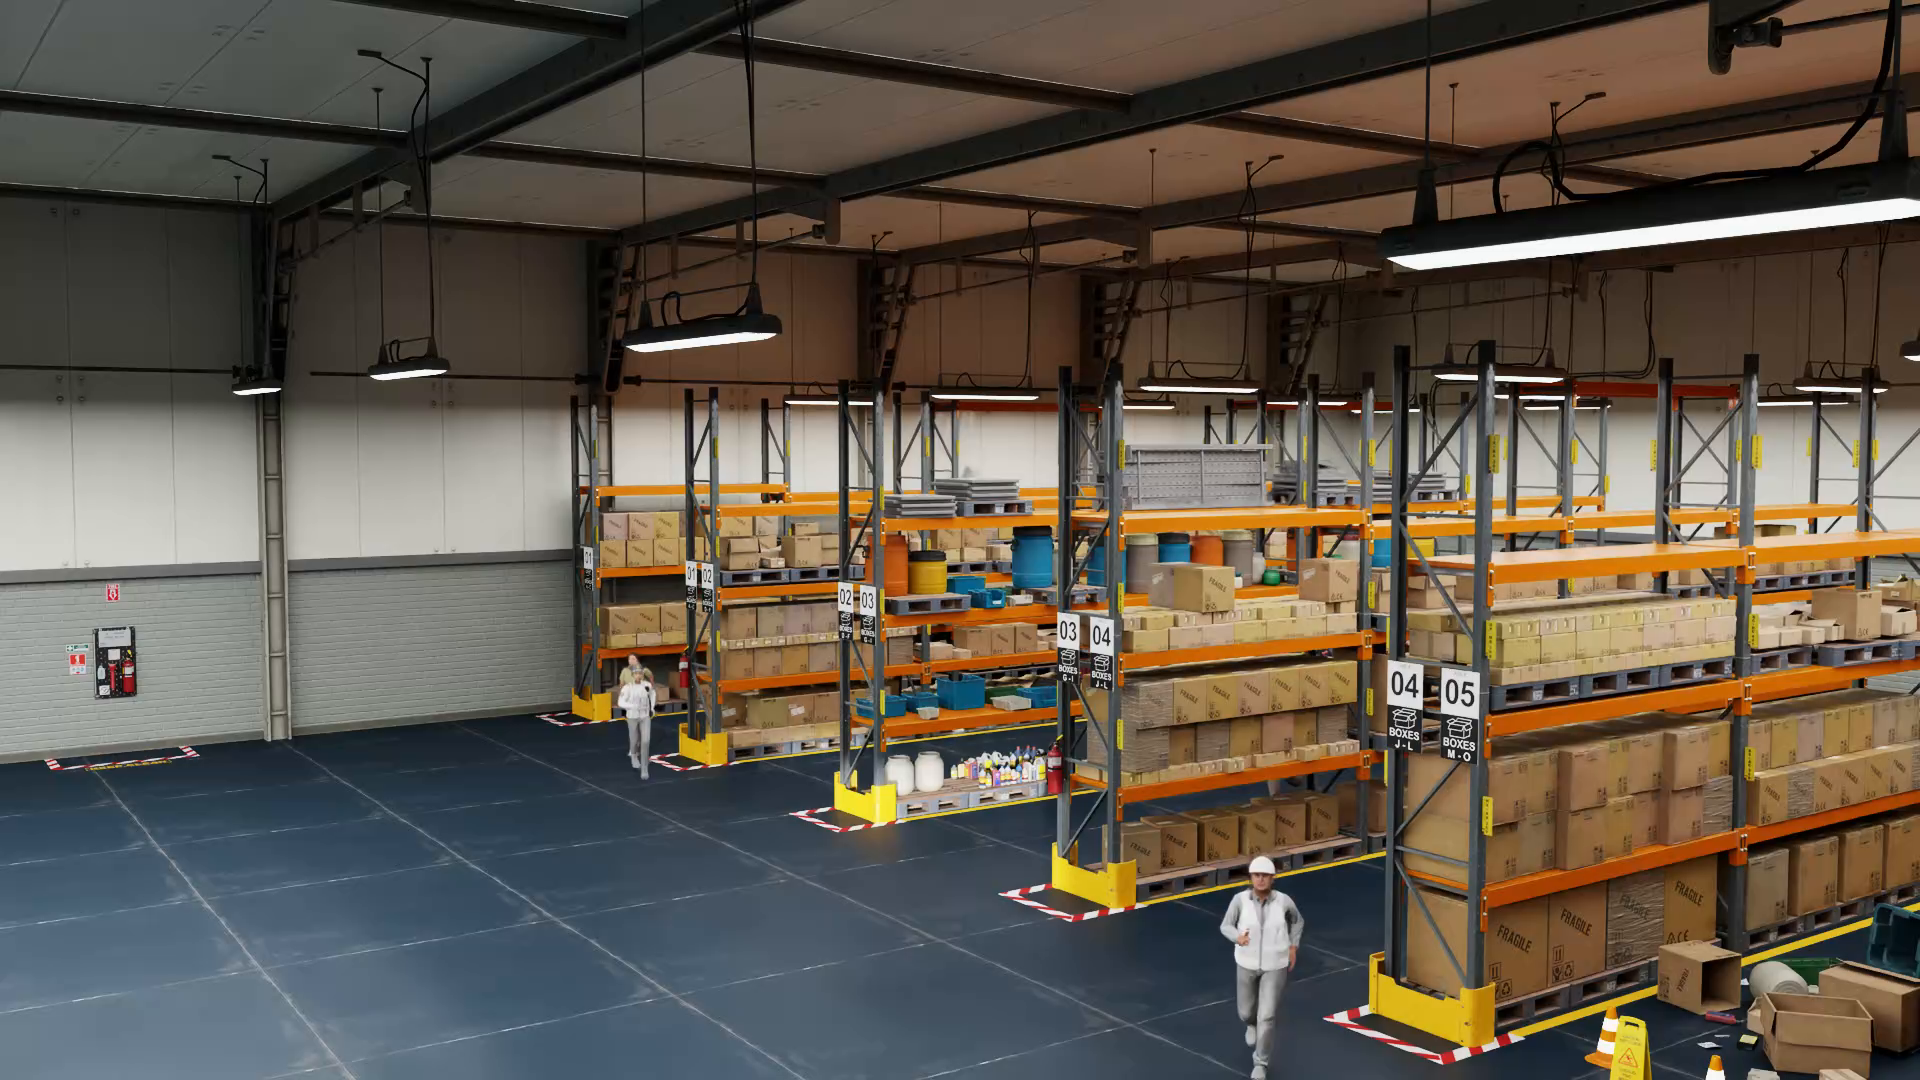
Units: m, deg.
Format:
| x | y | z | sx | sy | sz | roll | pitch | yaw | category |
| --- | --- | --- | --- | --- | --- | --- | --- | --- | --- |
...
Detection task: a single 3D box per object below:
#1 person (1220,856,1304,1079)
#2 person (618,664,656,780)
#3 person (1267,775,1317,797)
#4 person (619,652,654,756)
| x | y | z | sx | sy | sz | roll | pitch | yaw | category |
| --- | --- | --- | --- | --- | --- | --- | --- | --- | --- |
| 2.469 | 3.454 | 13.619 | 0.669 | 1.752 | 0.849 | 1 | 4 | 15 | person |
| -4.959 | 2.764 | 25.616 | 0.600 | 1.724 | 0.896 | -1 | 4 | -16 | person |
| 4.569 | 2.962 | 23.072 | 0.943 | 1.722 | 0.666 | -2 | 4 | -34 | person |
| -5.369 | 2.693 | 27.508 | 0.522 | 1.716 | 0.797 | 1 | 4 | 15 | person |
